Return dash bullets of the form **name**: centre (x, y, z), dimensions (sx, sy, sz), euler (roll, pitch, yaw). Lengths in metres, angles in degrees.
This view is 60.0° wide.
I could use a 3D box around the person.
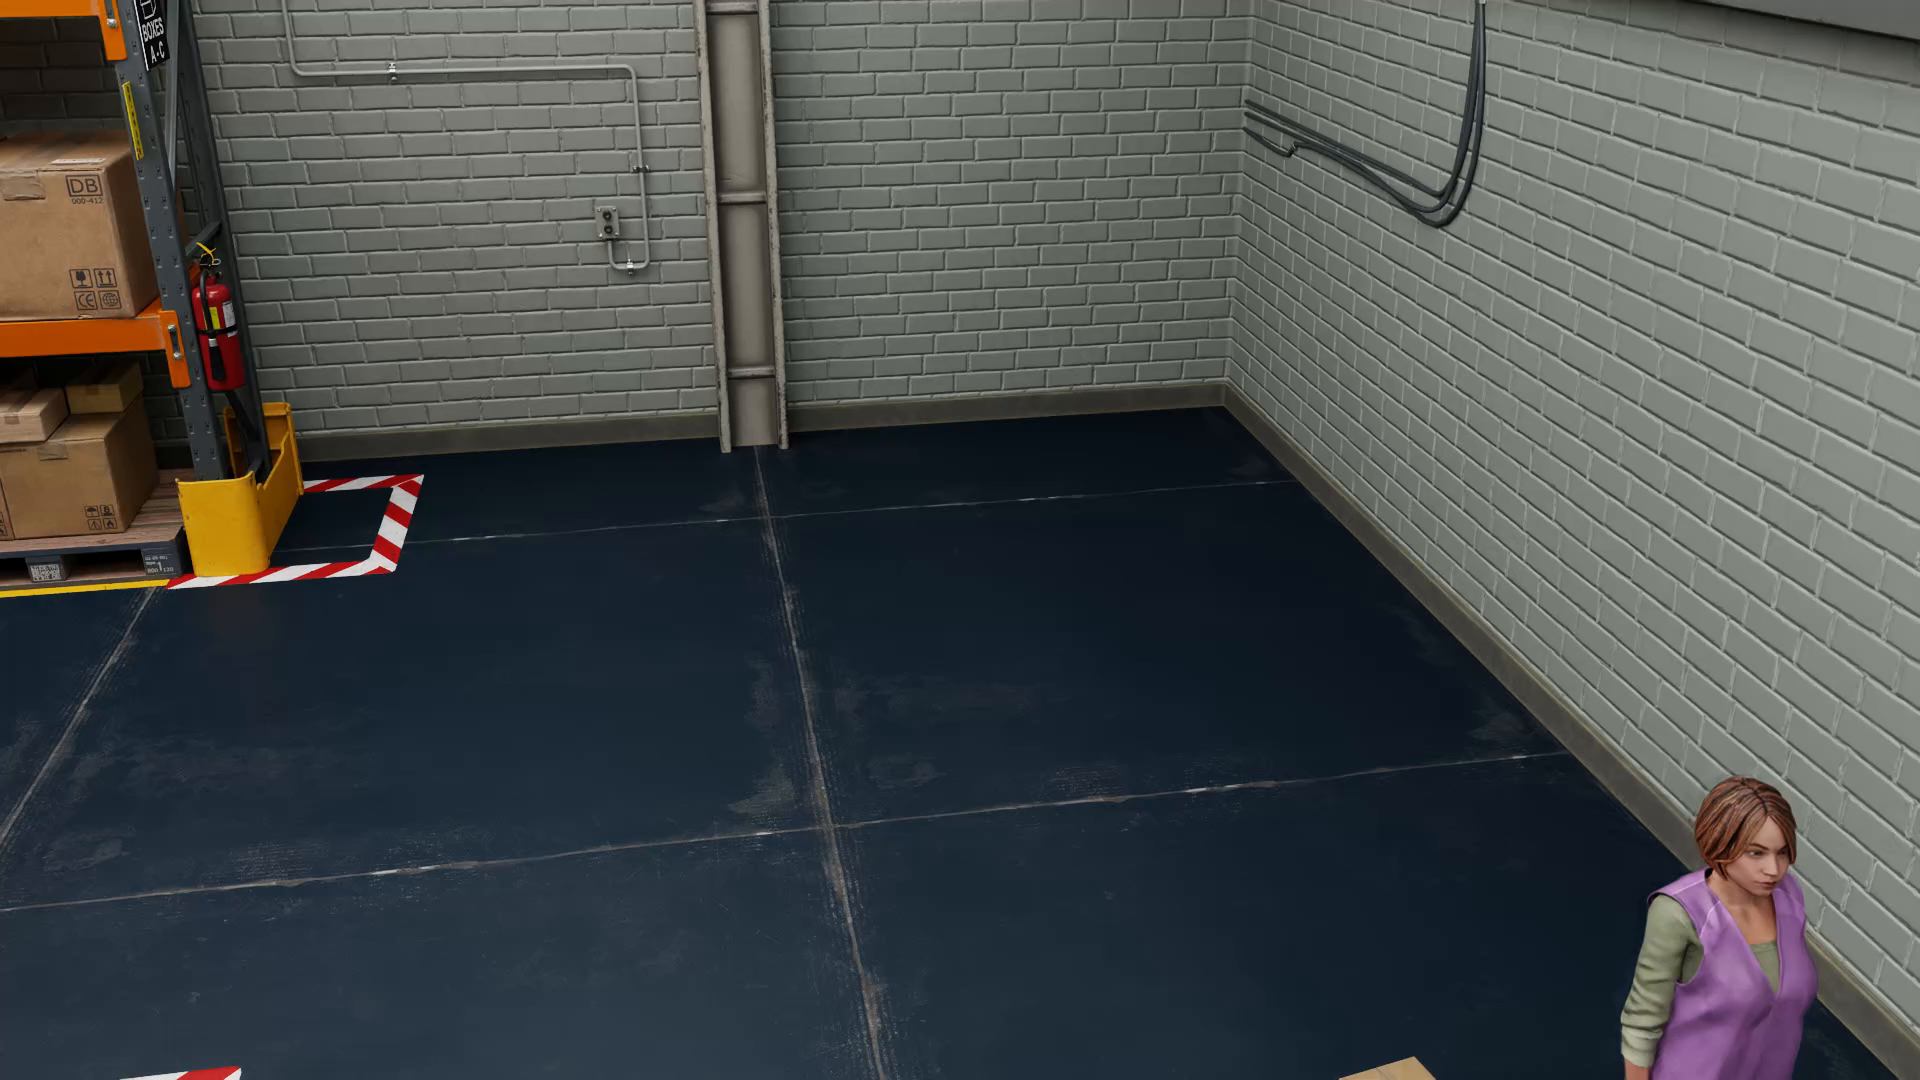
- **person**: centre (1.655, 1.248, 3.708), dimensions (0.431, 1.591, 0.444), euler (-7, 25, -15)
